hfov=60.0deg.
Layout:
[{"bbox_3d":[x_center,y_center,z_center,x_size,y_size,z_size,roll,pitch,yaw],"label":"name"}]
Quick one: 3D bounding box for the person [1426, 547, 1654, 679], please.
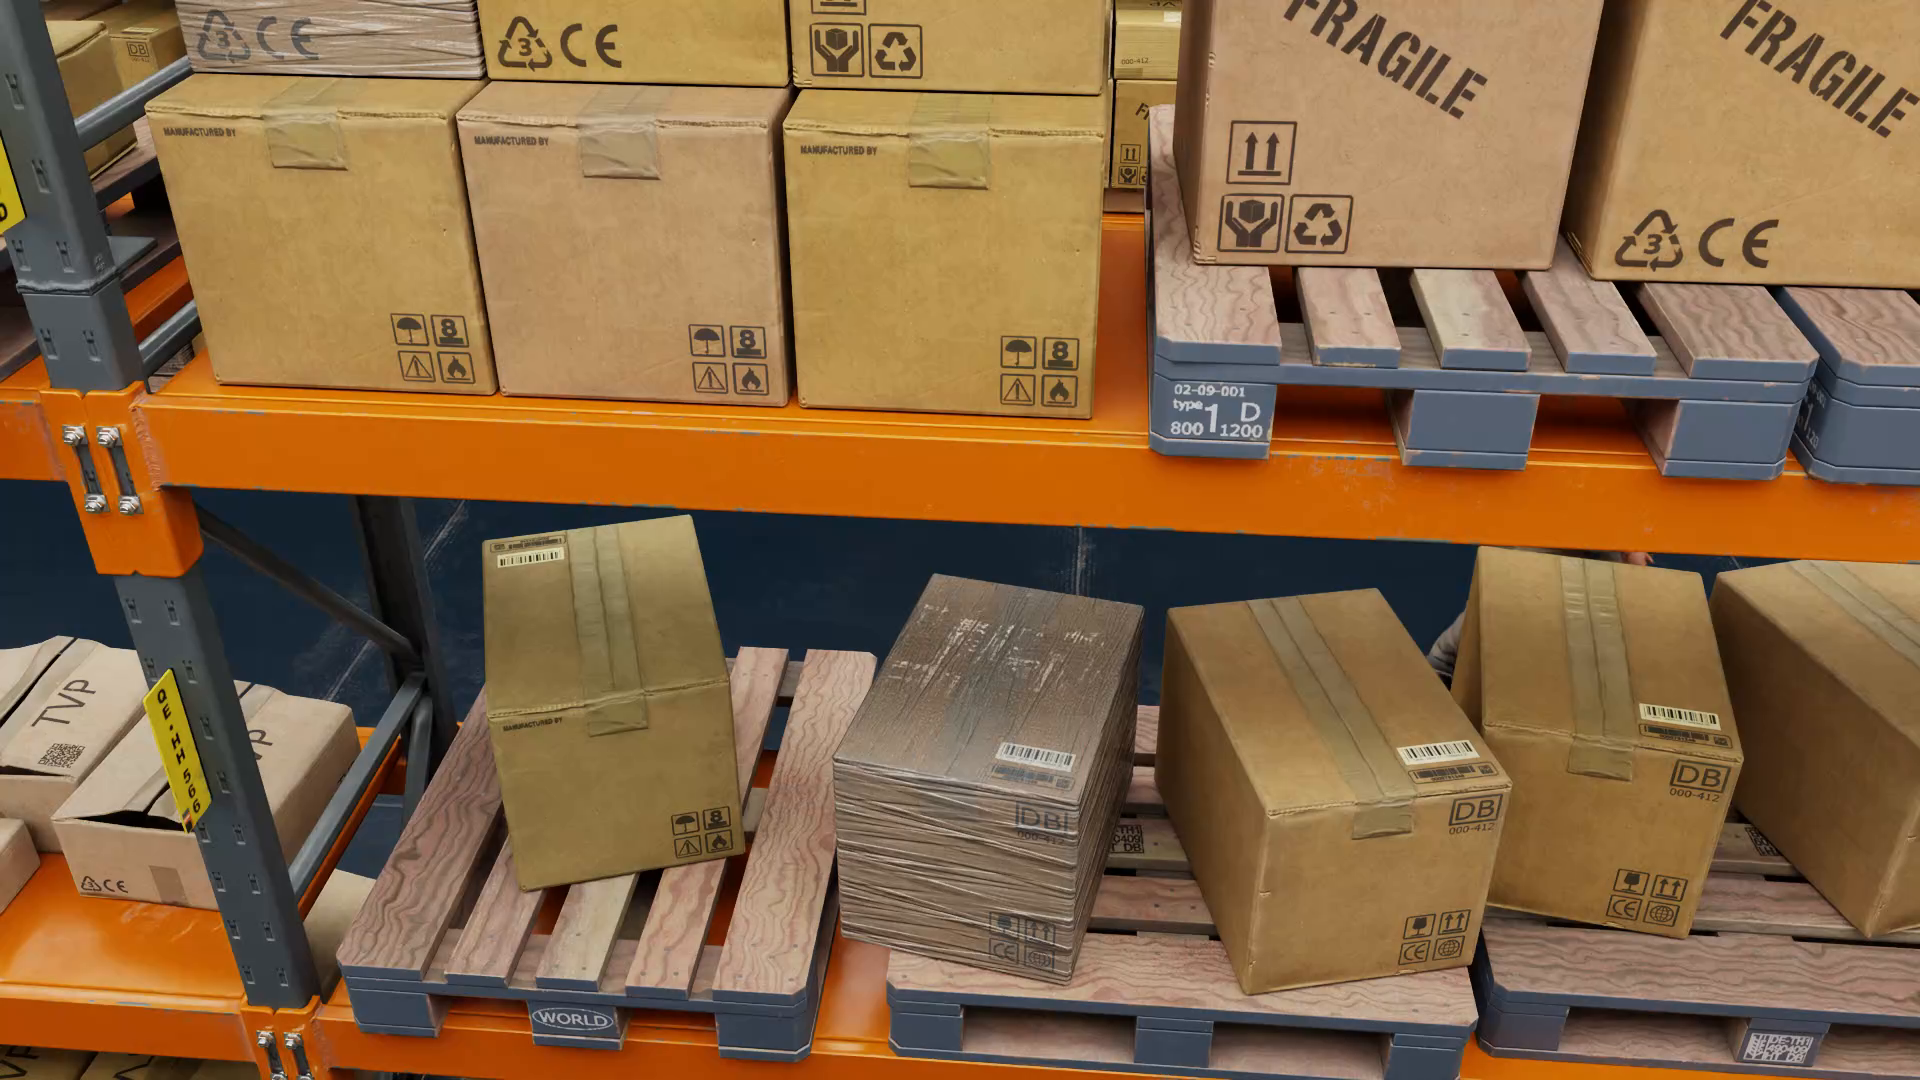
[{"bbox_3d":[2.403,-0.085,6.267,1.046,1.662,0.559,10,33,16],"label":"person"}]
